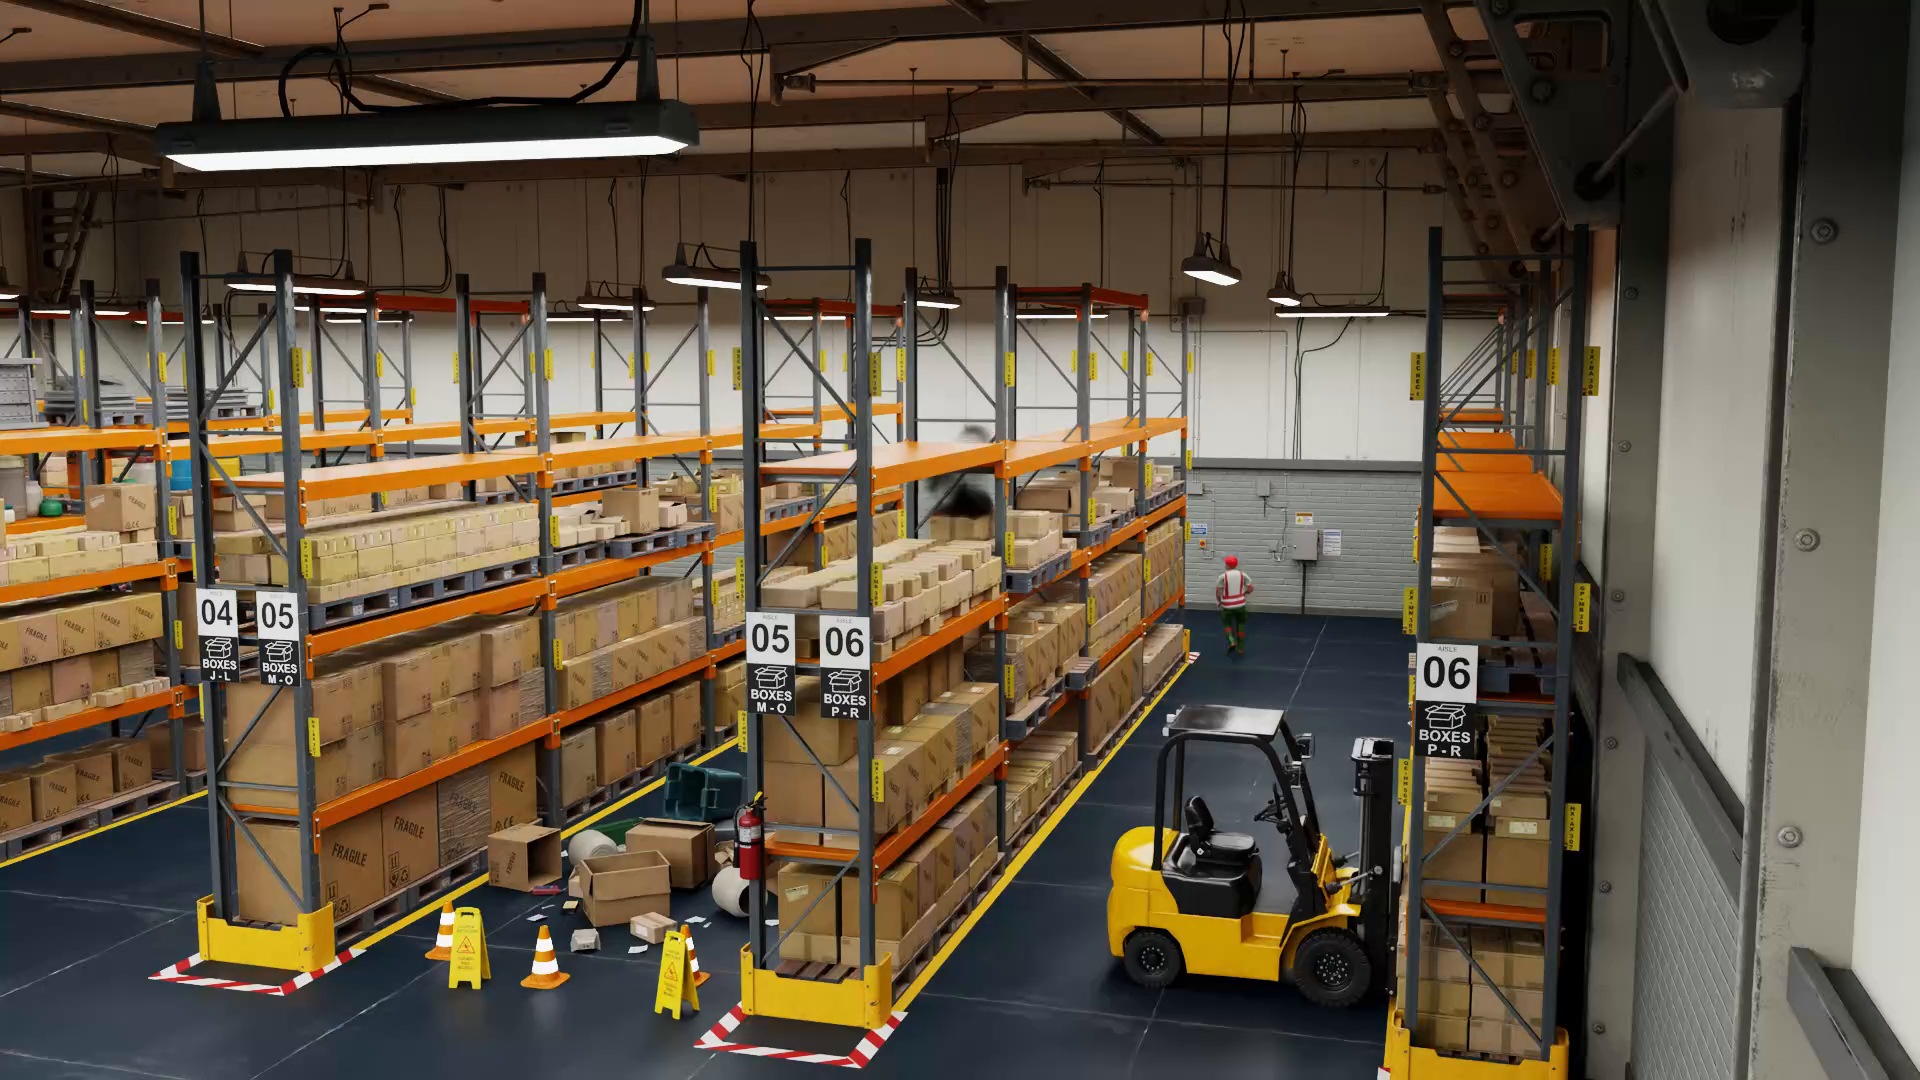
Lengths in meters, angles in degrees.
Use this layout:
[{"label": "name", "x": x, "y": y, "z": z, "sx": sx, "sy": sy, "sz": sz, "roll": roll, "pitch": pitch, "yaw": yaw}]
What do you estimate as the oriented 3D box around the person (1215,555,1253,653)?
[{"label": "person", "x": 4.702, "y": 1.109, "z": 28.674, "sx": 0.674, "sy": 1.720, "sz": 0.536, "roll": 0, "pitch": 6, "yaw": 0}]
